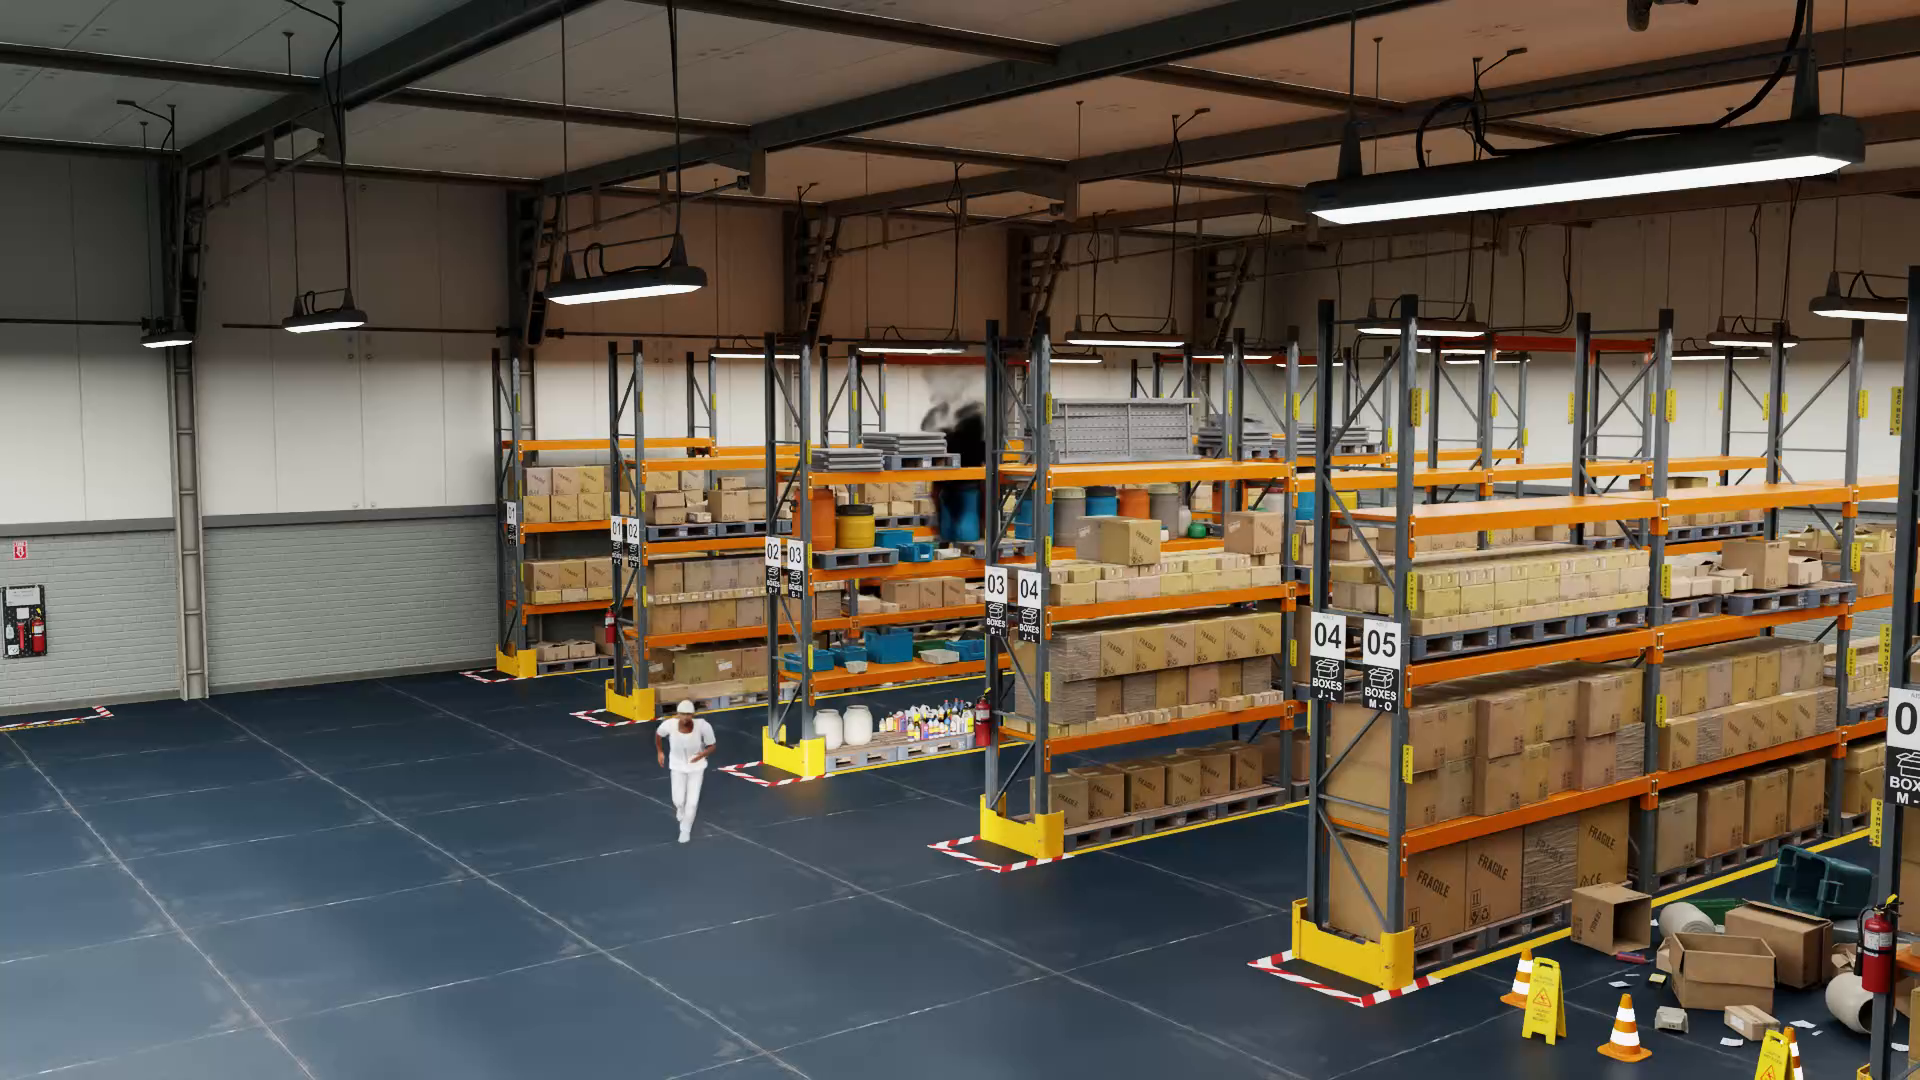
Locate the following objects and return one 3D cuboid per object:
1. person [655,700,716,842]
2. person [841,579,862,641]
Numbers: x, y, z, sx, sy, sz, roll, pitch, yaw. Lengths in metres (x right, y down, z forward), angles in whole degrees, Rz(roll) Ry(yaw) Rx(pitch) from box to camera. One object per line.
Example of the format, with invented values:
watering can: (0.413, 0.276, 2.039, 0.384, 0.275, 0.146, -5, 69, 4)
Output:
person: (-3.158, 2.654, 19.154, 0.688, 1.684, 0.728, -1, 5, -10)
person: (-2.042, 1.593, 31.291, 0.711, 1.710, 0.556, -4, 6, -36)
